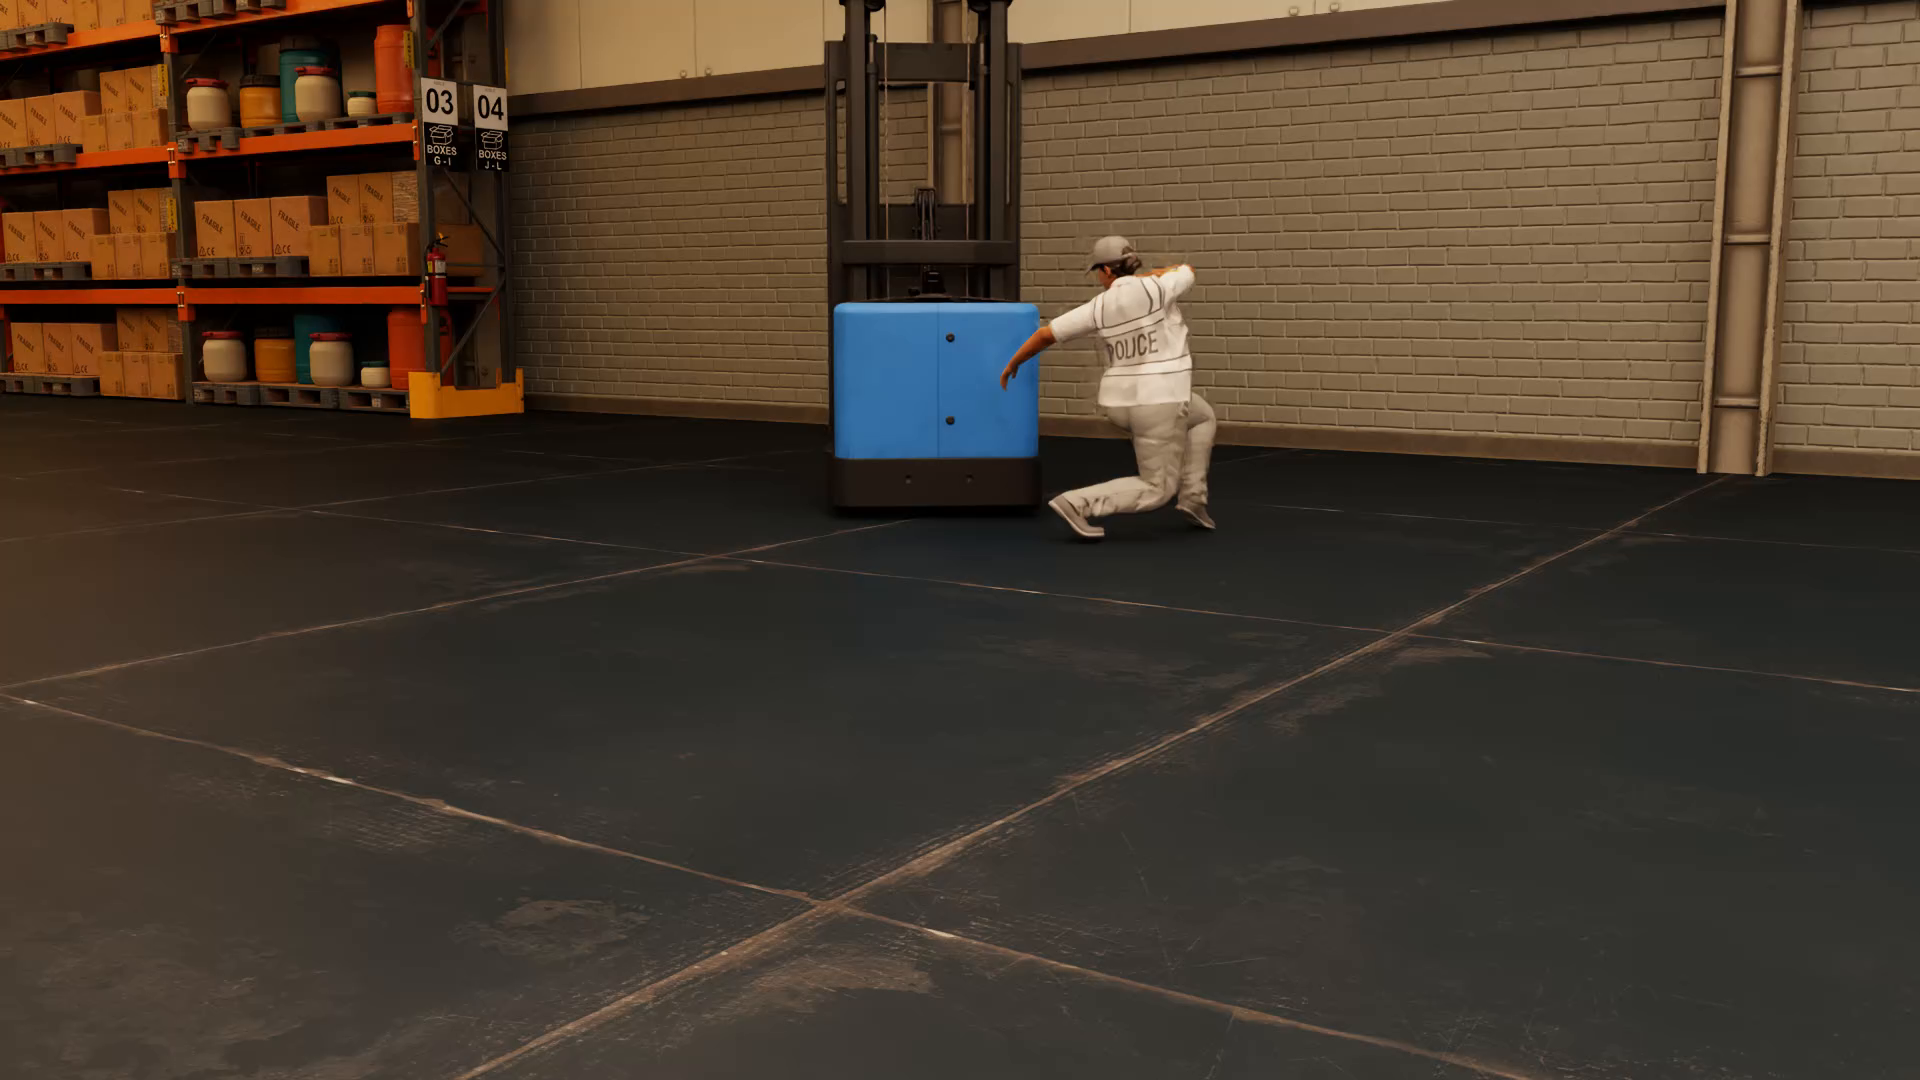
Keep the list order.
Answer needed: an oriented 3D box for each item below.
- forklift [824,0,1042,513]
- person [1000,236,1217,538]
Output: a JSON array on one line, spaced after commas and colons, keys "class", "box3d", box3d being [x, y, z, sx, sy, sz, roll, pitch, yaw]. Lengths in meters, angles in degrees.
[{"class": "forklift", "box3d": [-0.224, -1.760, 9.569, 1.130, 2.935, 3.031, -1, 8, -4]}, {"class": "person", "box3d": [0.733, -0.713, 7.776, 0.950, 1.387, 0.852, -6, 10, -37]}]
